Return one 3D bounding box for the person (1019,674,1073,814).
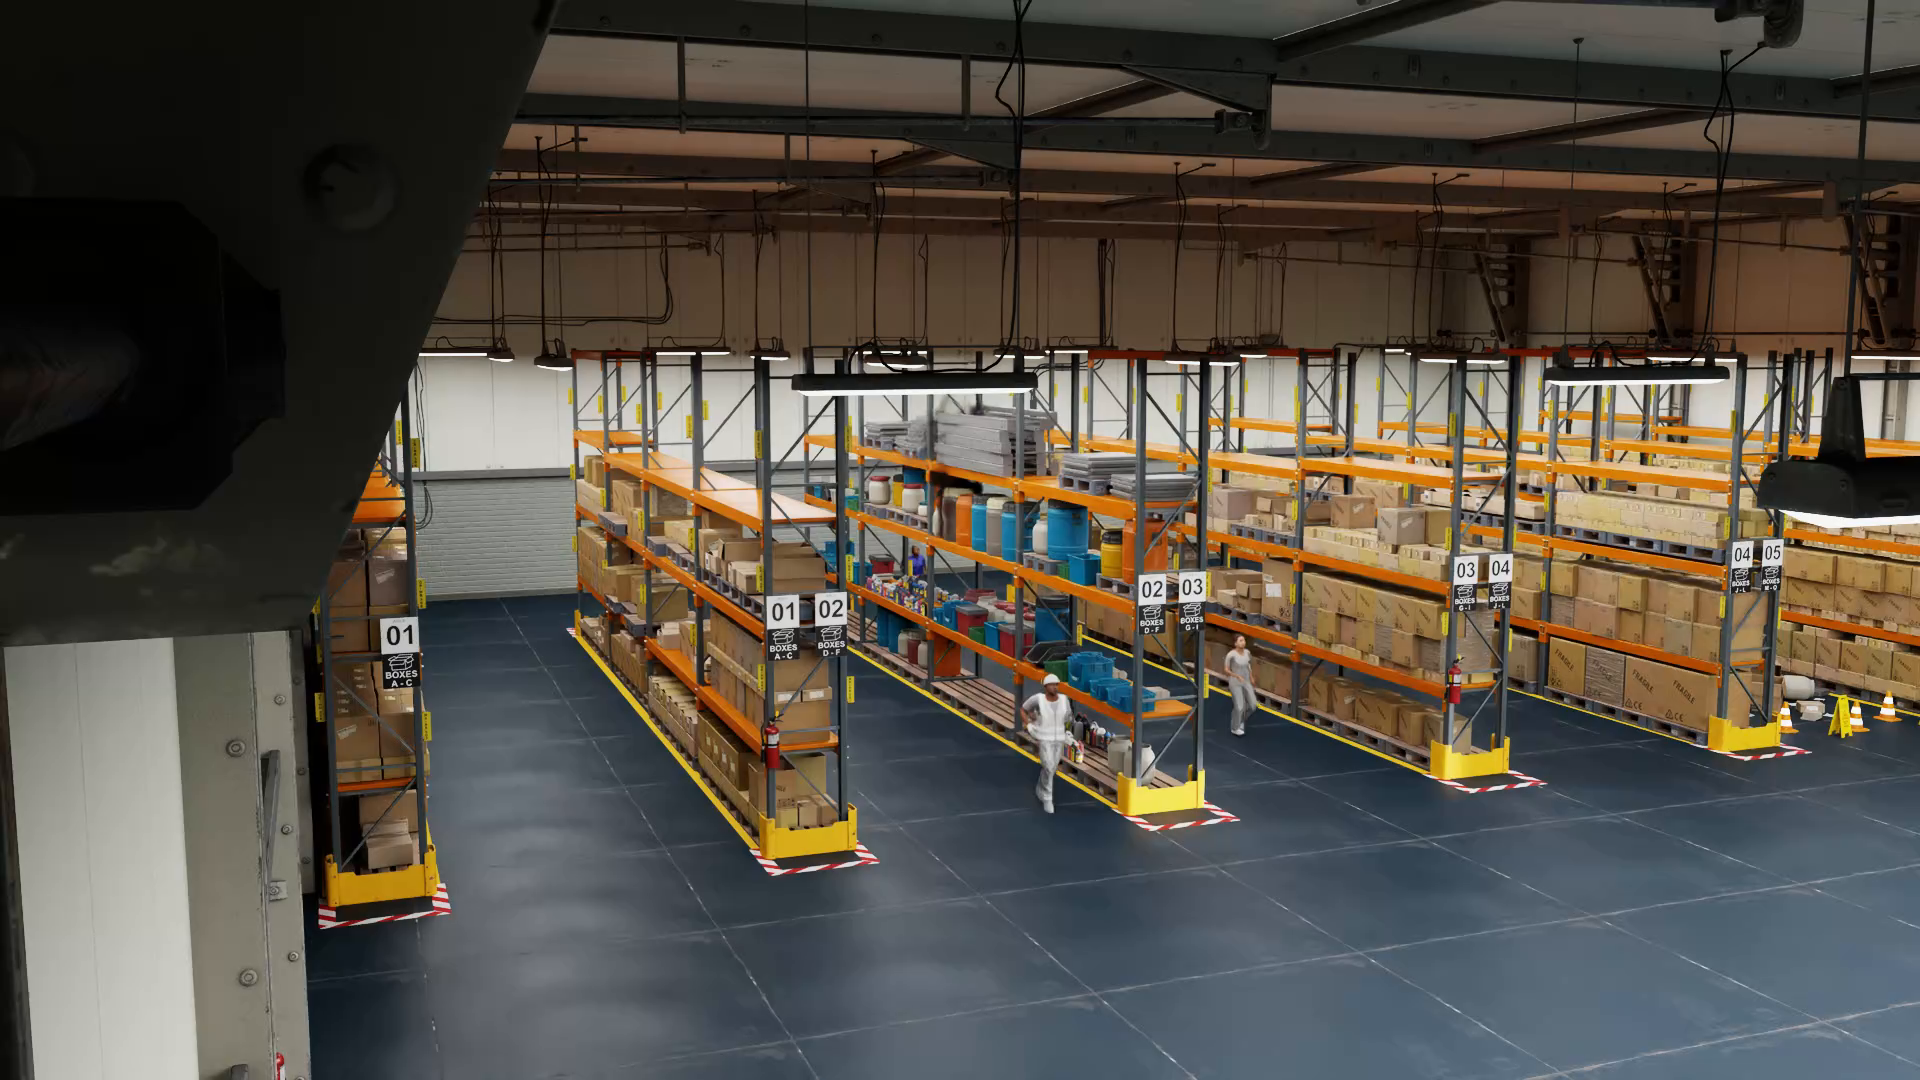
[{"bbox_3d":[1.202,2.688,22.202,0.660,1.814,0.757,-3,8,-26],"label":"person"}]

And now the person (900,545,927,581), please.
[{"bbox_3d":[-0.987,0.947,36.827,0.582,1.709,0.745,-5,8,-33],"label":"person"}]

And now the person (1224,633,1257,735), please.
[{"bbox_3d":[4.422,2.273,26.134,0.539,1.626,0.541,-3,8,-23],"label":"person"}]
